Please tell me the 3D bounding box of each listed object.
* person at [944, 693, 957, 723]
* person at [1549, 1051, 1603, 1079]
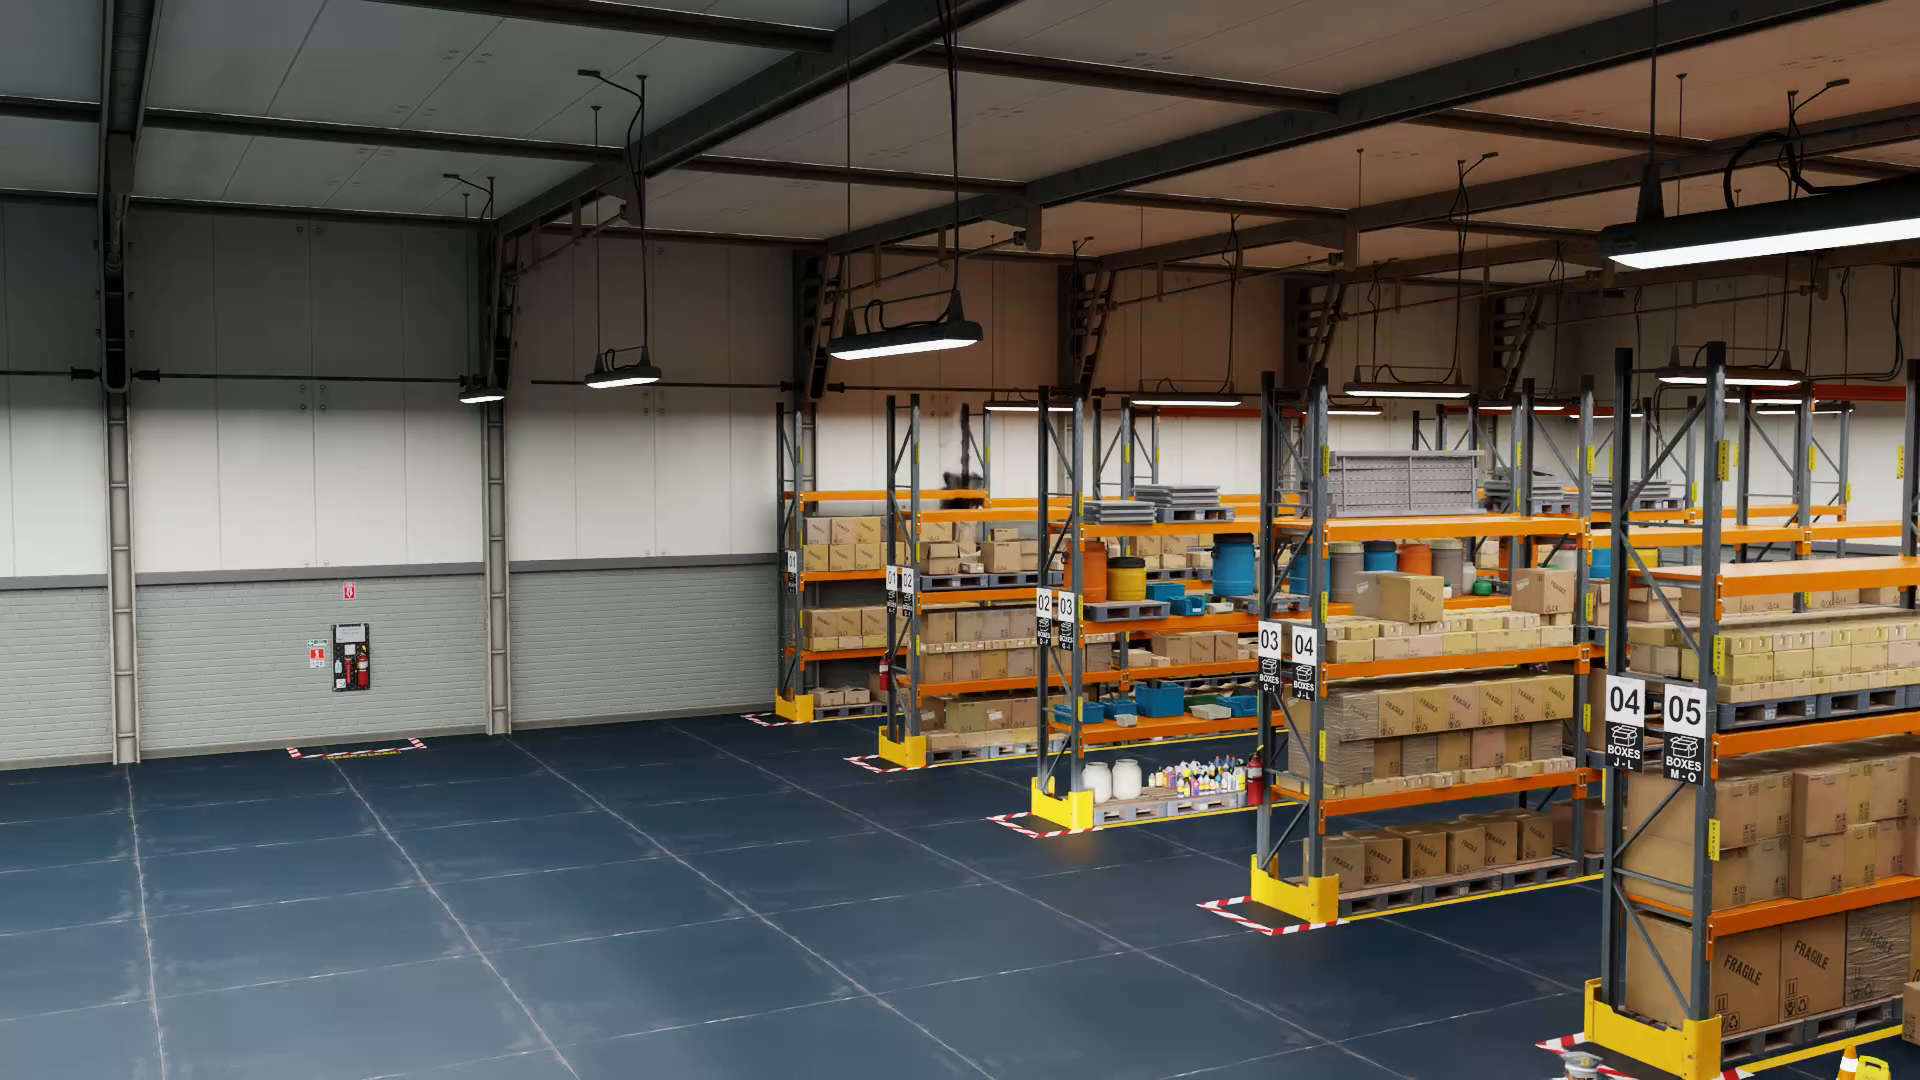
[{"bbox_3d":[0.002,2.392,29.470,0.651,1.671,0.643,-2,4,-34],"label":"person"},{"bbox_3d":[3.744,3.815,10.159,0.578,1.616,0.865,1,3,10],"label":"person"}]
